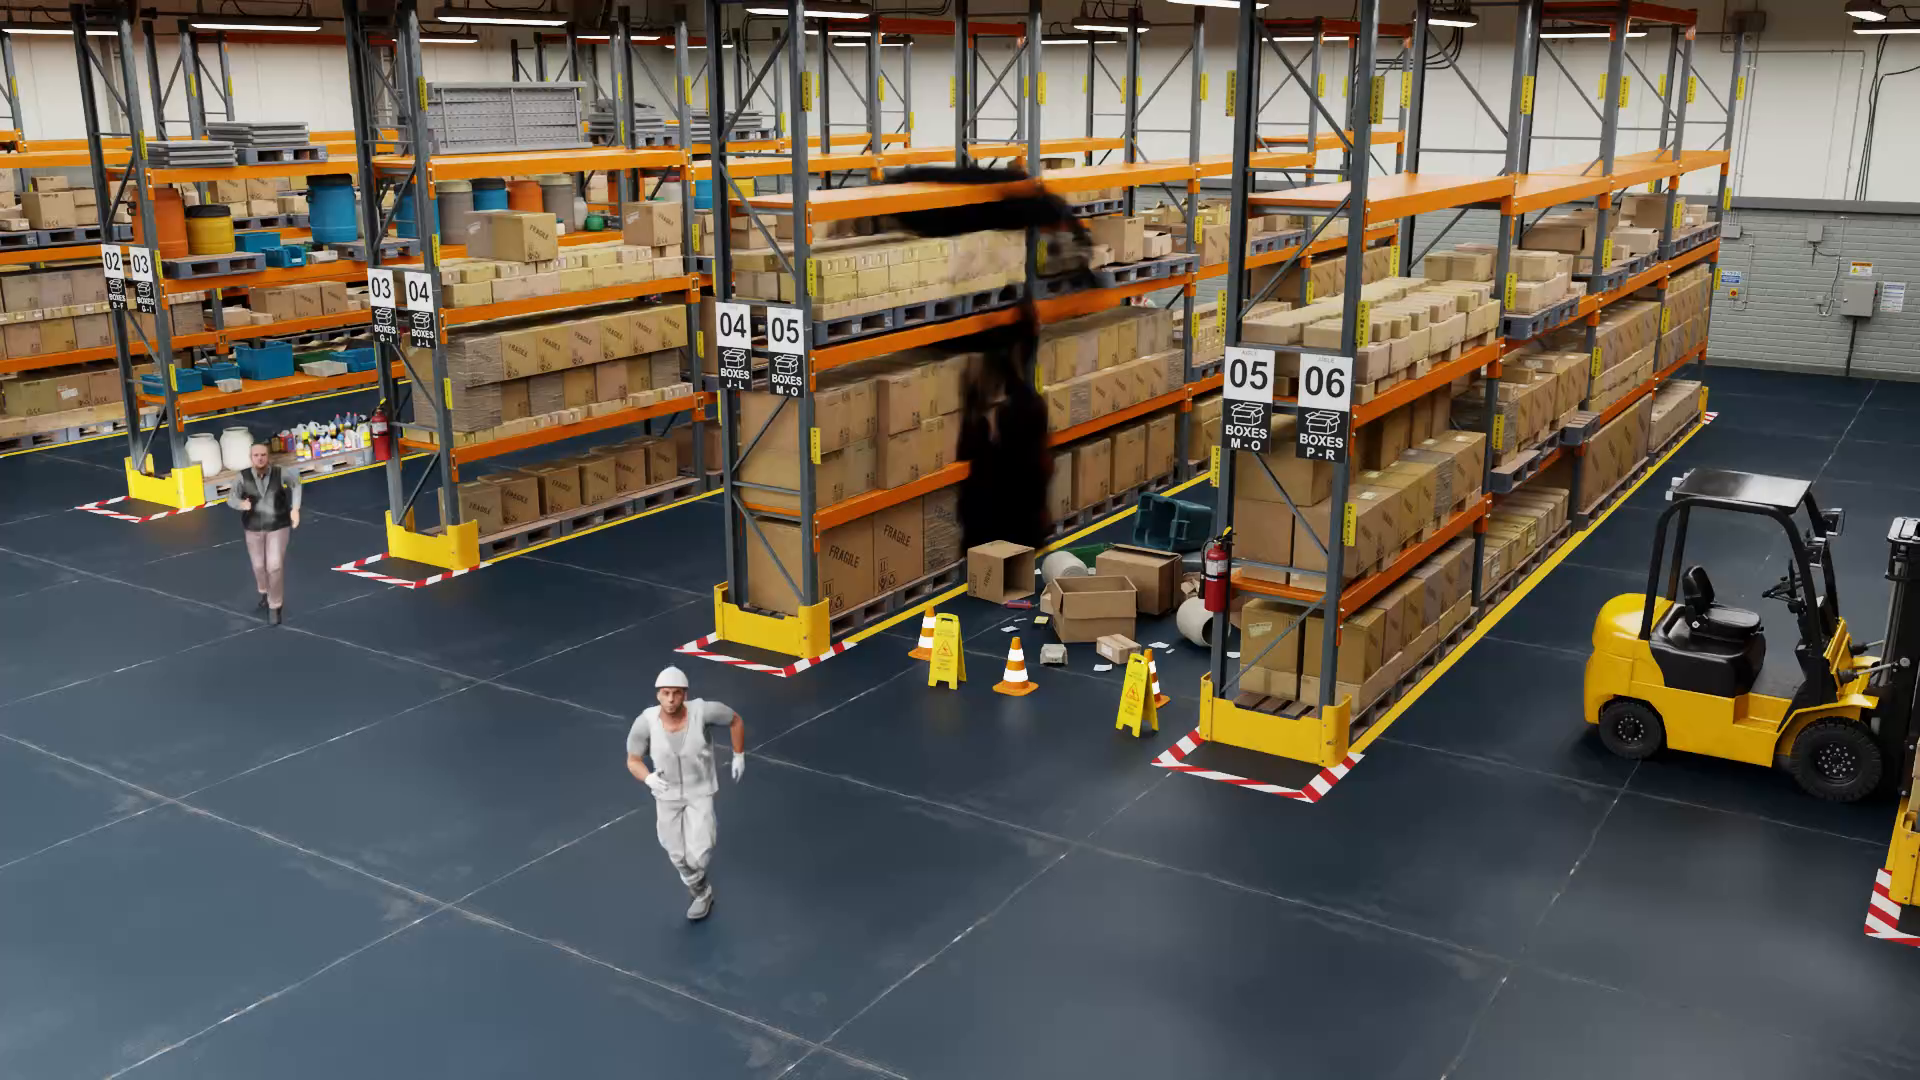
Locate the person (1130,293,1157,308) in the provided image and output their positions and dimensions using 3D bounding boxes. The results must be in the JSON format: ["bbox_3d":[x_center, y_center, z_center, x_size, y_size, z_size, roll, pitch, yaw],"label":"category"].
[{"bbox_3d":[3.095,-3.522,28.518,0.661,1.806,0.889,10,19,32],"label":"person"}]

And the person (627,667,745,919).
[{"bbox_3d":[-1.681,1.597,10.228,0.707,1.728,0.657,-1,16,-4],"label":"person"}]

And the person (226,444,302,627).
[{"bbox_3d":[-6.784,-0.073,16.276,0.639,1.769,0.812,-3,16,-9],"label":"person"}]
